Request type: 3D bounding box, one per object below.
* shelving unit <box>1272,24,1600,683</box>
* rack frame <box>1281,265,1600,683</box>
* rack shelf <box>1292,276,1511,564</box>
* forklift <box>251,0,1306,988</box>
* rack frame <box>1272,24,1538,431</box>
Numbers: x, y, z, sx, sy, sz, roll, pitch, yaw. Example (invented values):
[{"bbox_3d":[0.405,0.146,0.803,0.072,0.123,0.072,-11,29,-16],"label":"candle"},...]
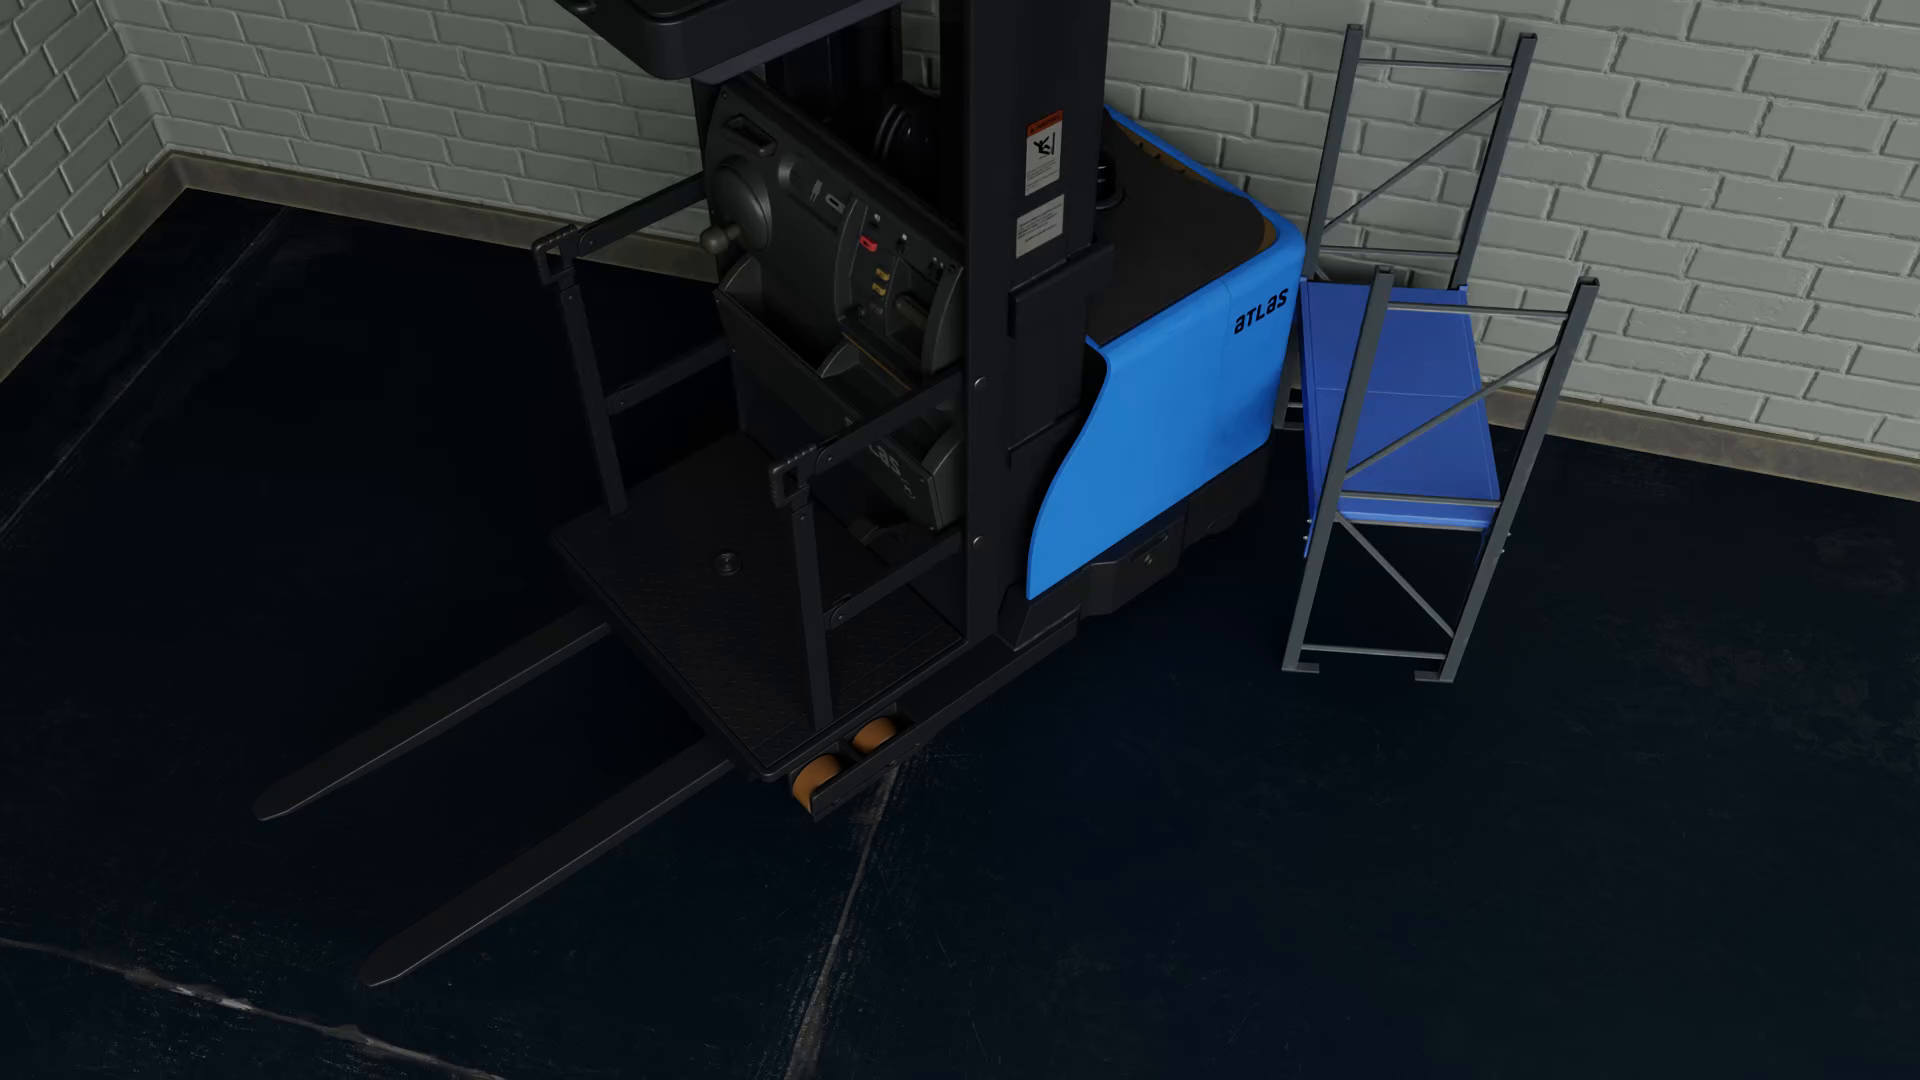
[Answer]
[{"bbox_3d":[1.244,-0.485,4.677,0.538,1.500,1.048,4,49,3],"label":"shelving unit"},{"bbox_3d":[1.198,-0.105,4.342,0.500,1.500,0.032,4,49,3],"label":"rack frame"},{"bbox_3d":[1.244,-0.366,4.812,0.538,0.185,1.000,4,49,3],"label":"rack shelf"},{"bbox_3d":[-0.480,-0.667,3.884,3.031,2.935,1.130,-32,56,-25],"label":"forklift"},{"bbox_3d":[1.290,-0.864,5.012,0.500,1.500,0.032,4,49,3],"label":"rack frame"}]
